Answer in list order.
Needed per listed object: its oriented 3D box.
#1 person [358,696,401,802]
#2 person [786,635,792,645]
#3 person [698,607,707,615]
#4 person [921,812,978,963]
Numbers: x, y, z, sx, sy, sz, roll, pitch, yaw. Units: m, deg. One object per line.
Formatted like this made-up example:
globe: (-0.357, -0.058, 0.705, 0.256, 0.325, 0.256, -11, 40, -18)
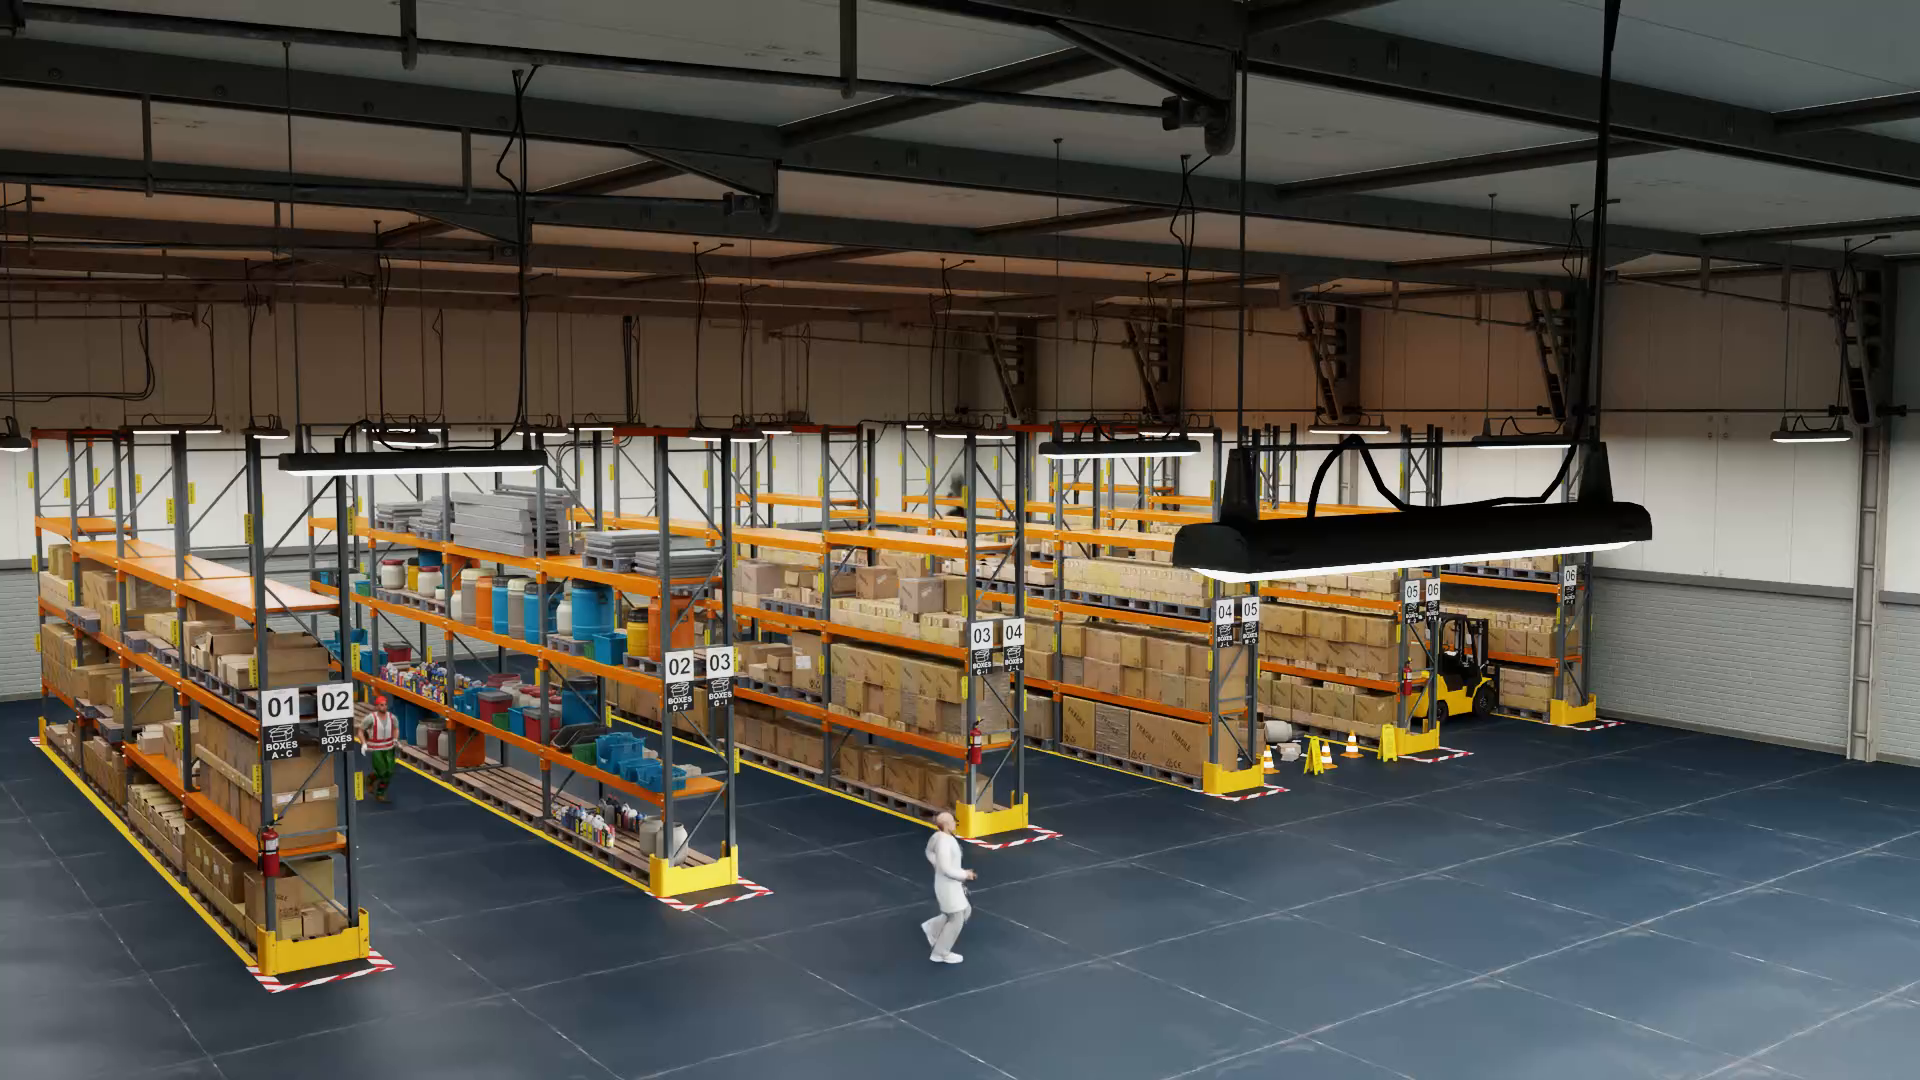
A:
person: (-9.322, 3.367, 26.779, 0.634, 1.733, 0.659, 4, 6, 45)
person: (-4.172, 2.176, 42.729, 0.646, 1.681, 0.646, -3, 6, -37)
person: (-6.250, 2.334, 40.522, 0.716, 1.680, 0.605, 3, 5, 29)
person: (-0.121, 3.973, 19.043, 0.633, 1.736, 0.707, -1, 5, -7)
